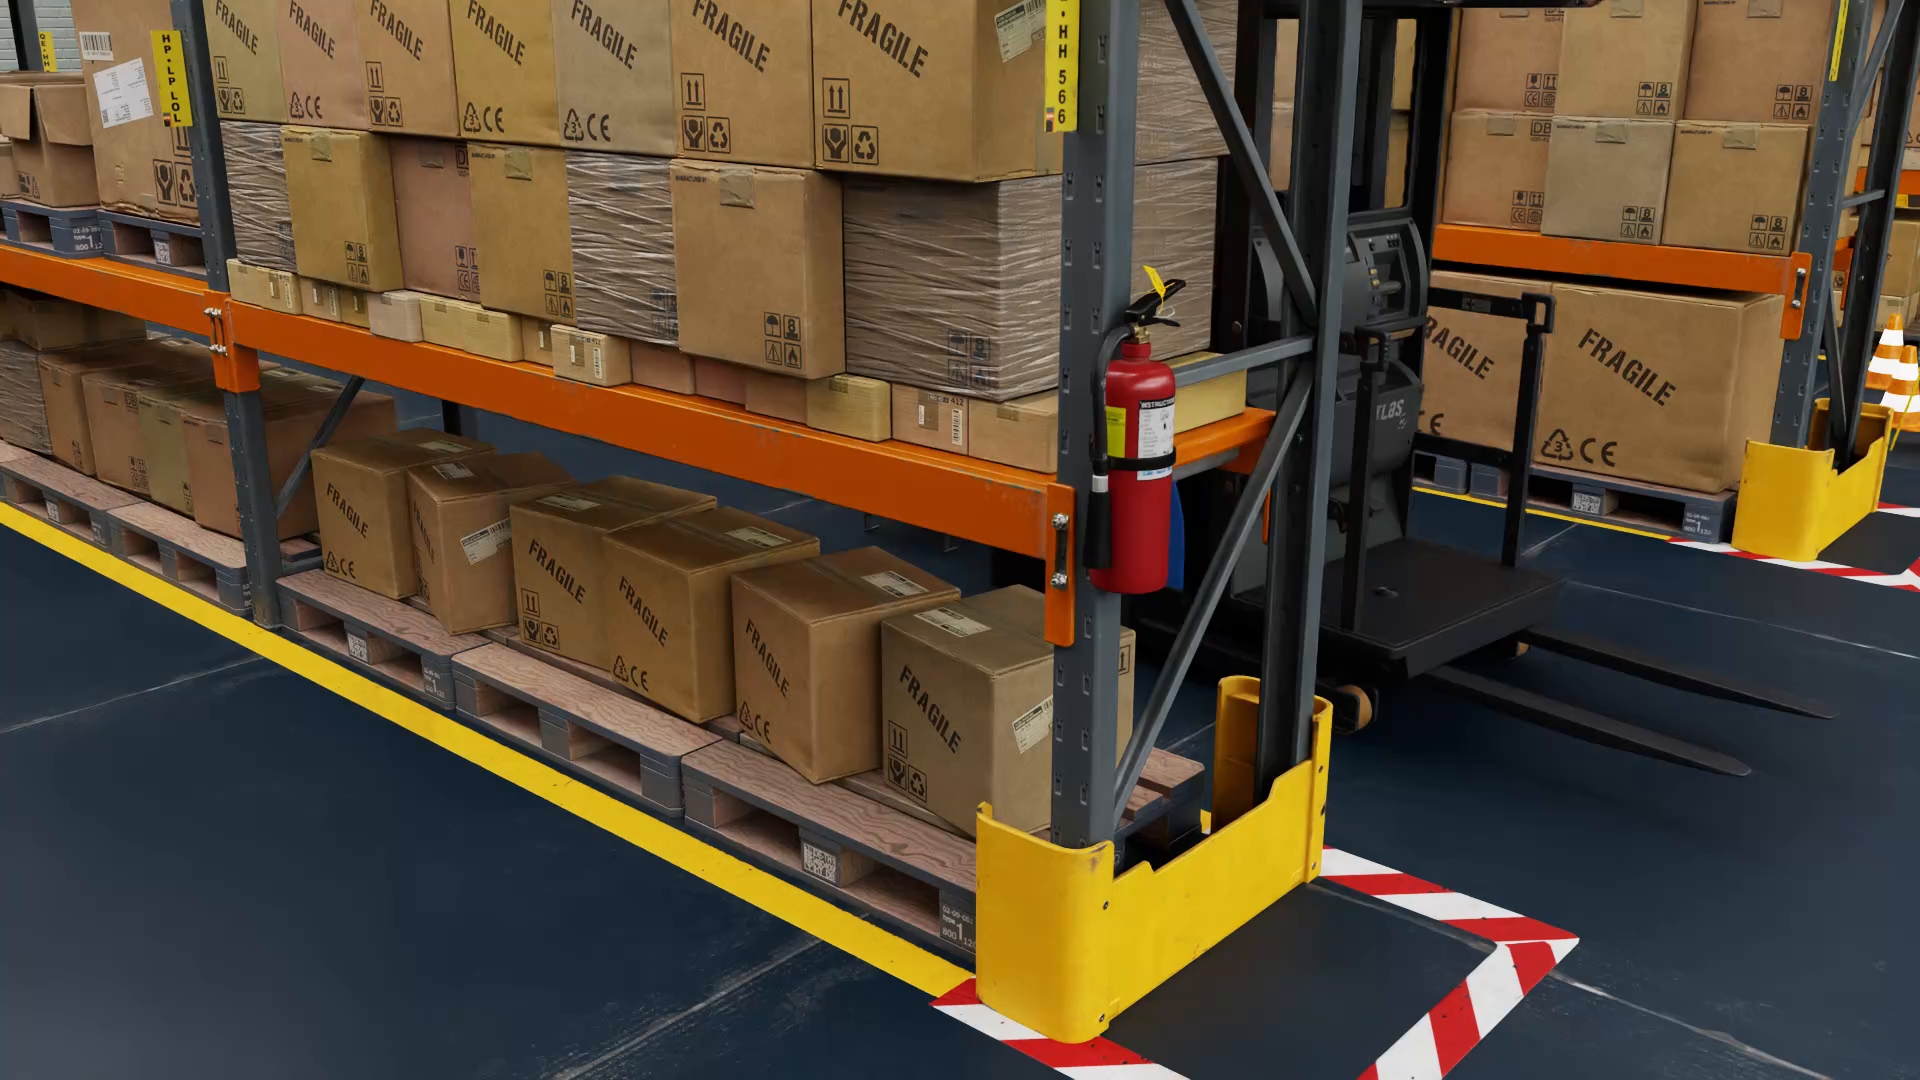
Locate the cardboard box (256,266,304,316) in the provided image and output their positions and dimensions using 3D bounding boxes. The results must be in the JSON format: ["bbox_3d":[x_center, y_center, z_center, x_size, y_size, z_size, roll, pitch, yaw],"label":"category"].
[{"bbox_3d":[-2.267,-0.912,5.942,0.250,0.149,0.380,15,23,39],"label":"cardboard box"}]

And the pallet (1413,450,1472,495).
[{"bbox_3d":[2.395,-0.554,9.007,1.213,0.211,1.003,15,23,39],"label":"pallet"}]

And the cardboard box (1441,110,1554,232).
[{"bbox_3d":[2.884,-1.877,8.320,0.550,0.550,0.875,15,23,39],"label":"cardboard box"}]

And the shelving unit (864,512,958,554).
[{"bbox_3d":[-0.124,-1.034,7.399,0.503,2.100,0.431,15,23,39],"label":"shelving unit"}]

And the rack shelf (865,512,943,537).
[{"bbox_3d":[-0.124,-0.354,7.615,0.480,0.518,0.431,15,23,39],"label":"rack shelf"}]

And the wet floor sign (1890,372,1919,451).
[{"bbox_3d":[5.289,-0.815,9.113,0.232,0.644,0.267,11,20,30],"label":"wet floor sign"}]

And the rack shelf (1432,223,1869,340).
[{"bbox_3d":[2.457,-1.554,8.738,4.000,0.370,1.077,15,23,39],"label":"rack shelf"}]

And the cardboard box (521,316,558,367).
[{"bbox_3d":[-1.097,-0.627,5.044,0.250,0.149,0.380,15,23,39],"label":"cardboard box"}]

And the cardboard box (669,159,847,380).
[{"bbox_3d":[-0.261,-0.772,4.430,0.500,0.500,0.875,15,23,39],"label":"cardboard box"}]

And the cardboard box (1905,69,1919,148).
[{"bbox_3d":[6.574,-2.871,11.043,0.500,0.500,0.500,15,23,38],"label":"cardboard box"}]

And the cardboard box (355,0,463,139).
[{"bbox_3d":[-1.490,-1.514,5.113,0.500,0.500,0.500,15,23,39],"label":"cardboard box"}]

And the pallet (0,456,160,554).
[{"bbox_3d":[-3.906,-0.268,8.107,1.213,0.211,1.003,15,23,39],"label":"pallet"}]

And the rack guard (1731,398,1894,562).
[{"bbox_3d":[3.971,-0.299,7.726,0.348,0.500,1.175,15,23,39],"label":"rack guard"}]

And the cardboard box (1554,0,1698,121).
[{"bbox_3d":[3.229,-2.254,7.722,0.550,0.550,0.875,15,23,39],"label":"cardboard box"}]

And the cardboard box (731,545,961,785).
[{"bbox_3d":[-0.340,0.357,4.967,0.500,0.500,0.500,-11,21,-31],"label":"cardboard box"}]

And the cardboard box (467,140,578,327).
[{"bbox_3d":[-0.973,-0.986,5.102,0.500,0.500,0.875,15,23,39],"label":"cardboard box"}]

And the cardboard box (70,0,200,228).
[{"bbox_3d":[-2.908,-1.874,6.870,1.000,1.000,1.000,15,23,40],"label":"cardboard box"}]

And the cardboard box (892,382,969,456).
[{"bbox_3d":[0.049,-0.334,4.121,0.250,0.149,0.380,15,23,39],"label":"cardboard box"}]

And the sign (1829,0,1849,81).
[{"bbox_3d":[3.583,-2.040,6.775,0.005,0.325,0.100,15,23,39],"label":"sign"}]

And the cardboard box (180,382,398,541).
[{"bbox_3d":[-2.851,-0.343,7.138,0.500,0.500,0.700,13,22,35],"label":"cardboard box"}]

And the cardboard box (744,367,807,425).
[{"bbox_3d":[-0.349,-0.426,4.412,0.250,0.149,0.380,15,23,39],"label":"cardboard box"}]

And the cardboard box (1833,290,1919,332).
[{"bbox_3d":[6.362,-1.631,11.644,0.500,0.250,0.500,15,23,39],"label":"cardboard box"}]

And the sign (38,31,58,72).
[{"bbox_3d":[-5.045,-2.638,9.183,0.005,0.325,0.100,15,23,39],"label":"sign"}]

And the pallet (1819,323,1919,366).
[{"bbox_3d":[6.522,-1.492,11.965,1.213,0.211,1.003,15,23,39],"label":"pallet"}]

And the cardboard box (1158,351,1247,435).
[{"bbox_3d":[0.530,-0.385,4.280,0.250,0.149,0.380,15,23,39],"label":"cardboard box"}]

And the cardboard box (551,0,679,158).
[{"bbox_3d":[-0.740,-1.314,4.482,0.500,0.500,0.500,15,23,39],"label":"cardboard box"}]

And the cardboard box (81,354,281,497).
[{"bbox_3d":[-3.614,-0.555,7.806,0.500,0.500,0.700,13,22,35],"label":"cardboard box"}]

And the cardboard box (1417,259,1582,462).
[{"bbox_3d":[2.743,-0.980,8.559,0.875,0.875,0.875,15,23,38],"label":"cardboard box"}]

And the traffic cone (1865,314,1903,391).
[{"bbox_3d":[5.985,-1.221,10.692,0.334,0.463,0.336,15,23,39],"label":"traffic cone"}]

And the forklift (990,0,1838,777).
[{"bbox_3d":[1.480,-0.919,5.663,1.130,2.935,3.031,-15,23,-39],"label":"forklift"}]

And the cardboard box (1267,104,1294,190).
[{"bbox_3d":[1.997,-2.058,8.889,0.550,0.550,0.875,15,23,39],"label":"cardboard box"}]

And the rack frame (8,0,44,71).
[{"bbox_3d":[-5.398,-1.999,8.953,0.127,3.000,1.000,15,23,39],"label":"rack frame"}]

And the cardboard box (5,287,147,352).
[{"bbox_3d":[-4.474,-1.143,8.420,0.500,0.250,0.500,-15,23,-40],"label":"cardboard box"}]

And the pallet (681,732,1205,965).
[{"bbox_3d":[-0.056,0.750,4.901,1.213,0.211,1.003,15,23,39],"label":"pallet"}]

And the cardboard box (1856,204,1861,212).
[{"bbox_3d":[6.331,-2.215,12.245,0.500,0.500,0.500,14,22,37],"label":"cardboard box"}]

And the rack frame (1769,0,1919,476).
[{"bbox_3d":[3.953,-1.495,7.364,0.127,3.000,1.000,15,23,39],"label":"rack frame"}]

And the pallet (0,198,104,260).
[{"bbox_3d":[-3.890,-1.520,7.759,1.213,0.211,1.003,15,23,39],"label":"pallet"}]

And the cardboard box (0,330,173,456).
[{"bbox_3d":[-4.460,-0.779,8.513,0.500,0.500,0.700,13,22,35],"label":"cardboard box"}]

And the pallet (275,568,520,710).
[{"bbox_3d":[-1.881,0.260,6.444,1.213,0.211,1.003,15,23,39],"label":"pallet"}]

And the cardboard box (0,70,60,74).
[{"bbox_3d":[-4.968,-2.148,8.561,0.500,0.500,0.500,12,21,33],"label":"cardboard box"}]

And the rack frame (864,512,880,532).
[{"bbox_3d":[-0.306,-1.083,7.553,0.015,2.100,0.400,15,23,39],"label":"rack frame"}]

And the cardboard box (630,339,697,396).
[{"bbox_3d":[-0.711,-0.531,4.742,0.250,0.149,0.380,15,23,39],"label":"cardboard box"}]

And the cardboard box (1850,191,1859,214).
[{"bbox_3d":[6.072,-2.352,11.603,0.250,0.149,0.380,16,24,41],"label":"cardboard box"}]

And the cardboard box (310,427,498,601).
[{"bbox_3d":[-2.134,-0.116,6.455,0.500,0.500,0.500,14,22,38],"label":"cardboard box"}]

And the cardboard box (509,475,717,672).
[{"bbox_3d":[-1.184,0.105,5.761,0.500,0.500,0.500,13,22,34],"label":"cardboard box"}]

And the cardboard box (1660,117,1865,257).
[{"bbox_3d":[3.646,-1.631,7.543,0.550,0.550,0.875,15,23,39],"label":"cardboard box"}]

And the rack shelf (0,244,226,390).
[{"bbox_3d":[-3.902,-1.255,7.796,4.000,0.370,1.077,15,23,39],"label":"rack shelf"}]

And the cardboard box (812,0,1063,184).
[{"bbox_3d":[0.010,-1.114,3.852,0.500,0.500,0.500,15,23,39],"label":"cardboard box"}]

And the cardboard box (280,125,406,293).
[{"bbox_3d":[-1.760,-1.173,5.692,0.500,0.500,0.875,15,23,39],"label":"cardboard box"}]

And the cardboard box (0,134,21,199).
[{"bbox_3d":[-4.297,-1.739,7.688,0.500,0.250,0.500,14,22,38],"label":"cardboard box"}]

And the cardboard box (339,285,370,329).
[{"bbox_3d":[-1.868,-0.820,5.652,0.250,0.149,0.380,15,23,39],"label":"cardboard box"}]

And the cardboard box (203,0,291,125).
[{"bbox_3d":[-2.239,-1.714,5.745,0.500,0.500,0.500,15,23,39],"label":"cardboard box"}]

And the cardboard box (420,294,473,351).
[{"bbox_3d":[-1.494,-0.720,5.336,0.250,0.149,0.380,15,23,39],"label":"cardboard box"}]

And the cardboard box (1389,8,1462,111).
[{"bbox_3d":[2.417,-2.474,8.416,0.500,0.550,0.875,15,23,39],"label":"cardboard box"}]

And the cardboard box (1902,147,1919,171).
[{"bbox_3d":[6.478,-2.568,11.160,0.250,0.149,0.380,15,23,39],"label":"cardboard box"}]
